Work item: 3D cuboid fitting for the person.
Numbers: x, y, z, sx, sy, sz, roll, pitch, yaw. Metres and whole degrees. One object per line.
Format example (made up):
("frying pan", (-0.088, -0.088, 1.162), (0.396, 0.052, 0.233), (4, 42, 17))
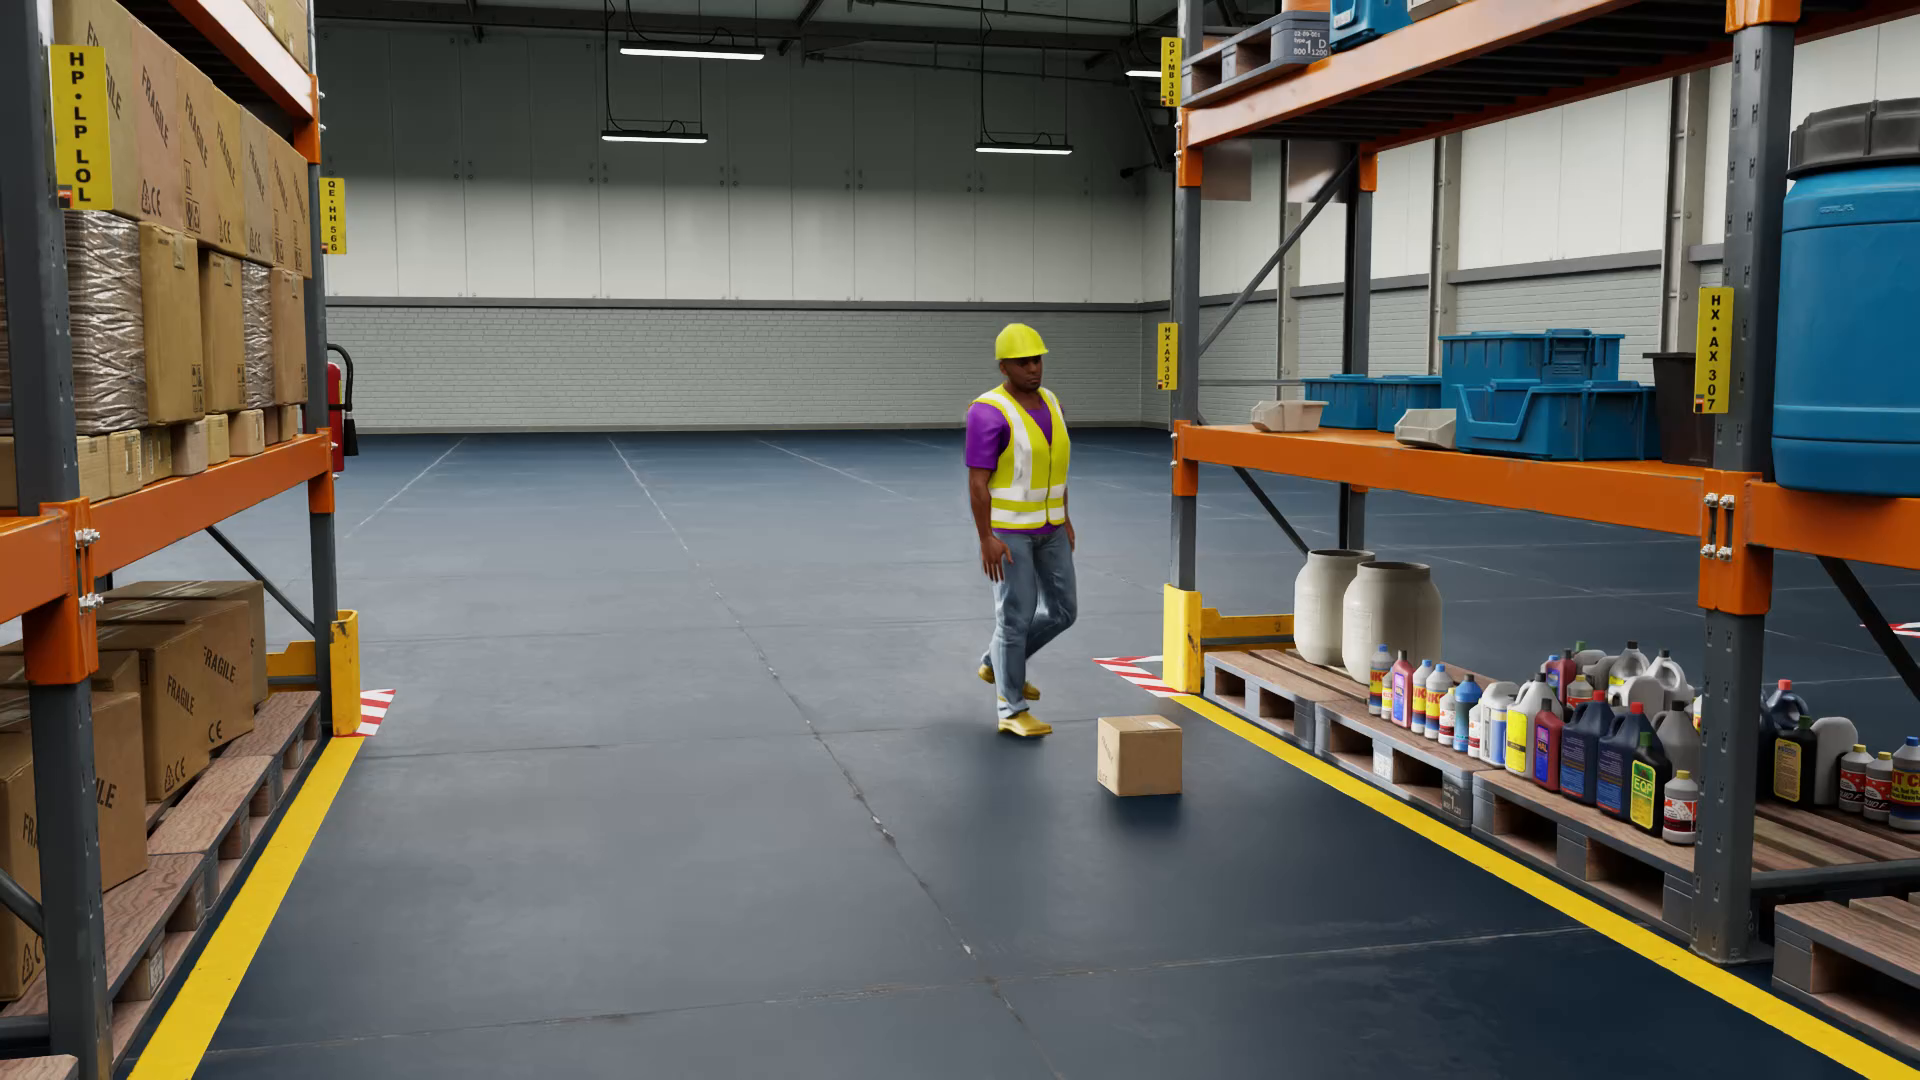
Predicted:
("person", (0.214, -0.047, 7.196), (0.554, 1.765, 0.610), (5, 8, 42))
